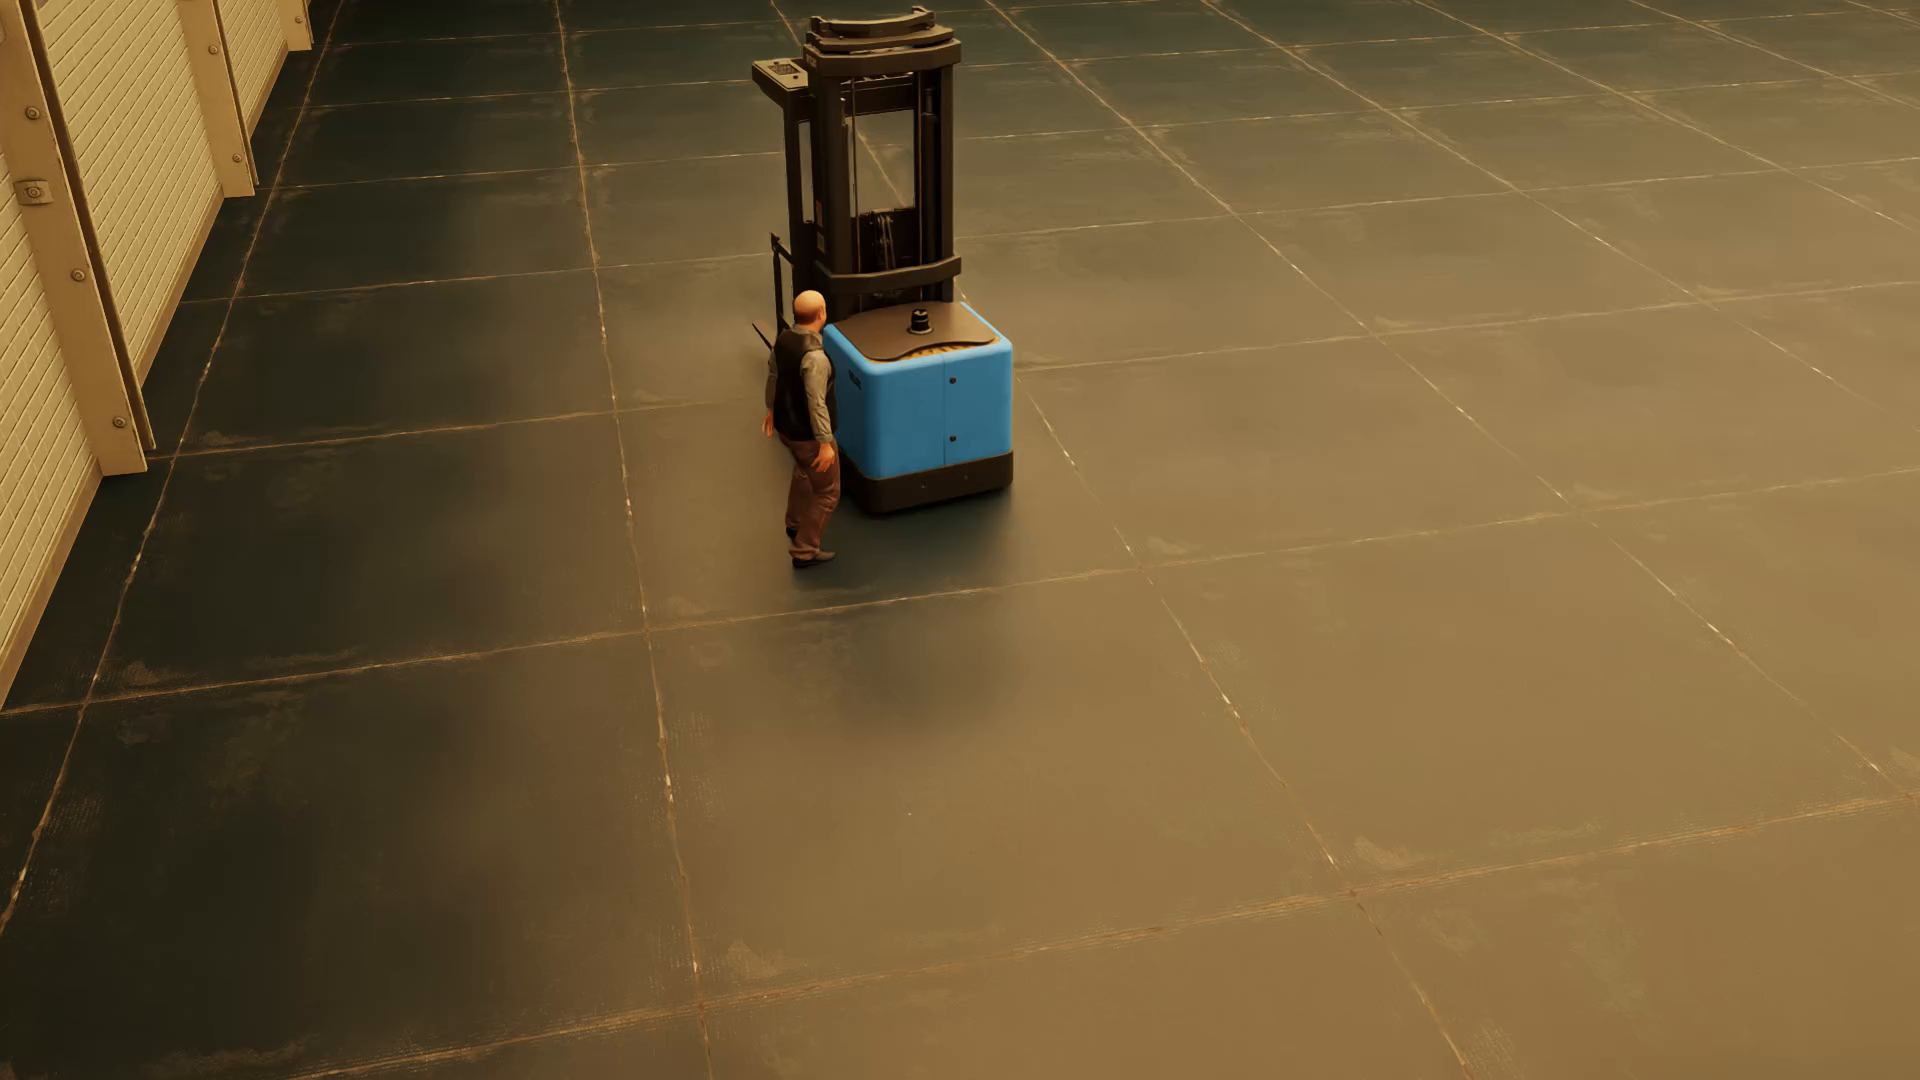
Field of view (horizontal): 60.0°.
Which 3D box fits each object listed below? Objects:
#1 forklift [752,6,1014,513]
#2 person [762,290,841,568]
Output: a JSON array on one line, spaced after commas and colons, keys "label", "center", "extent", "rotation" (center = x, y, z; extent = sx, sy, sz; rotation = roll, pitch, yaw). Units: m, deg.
[{"label": "forklift", "center": [-0.706, -2.164, 11.313], "extent": [1.130, 2.935, 3.031], "rotation": [-12, 32, -20]}, {"label": "person", "center": [-0.937, -0.668, 9.993], "extent": [0.406, 1.694, 0.860], "rotation": [-17, 34, -26]}]
